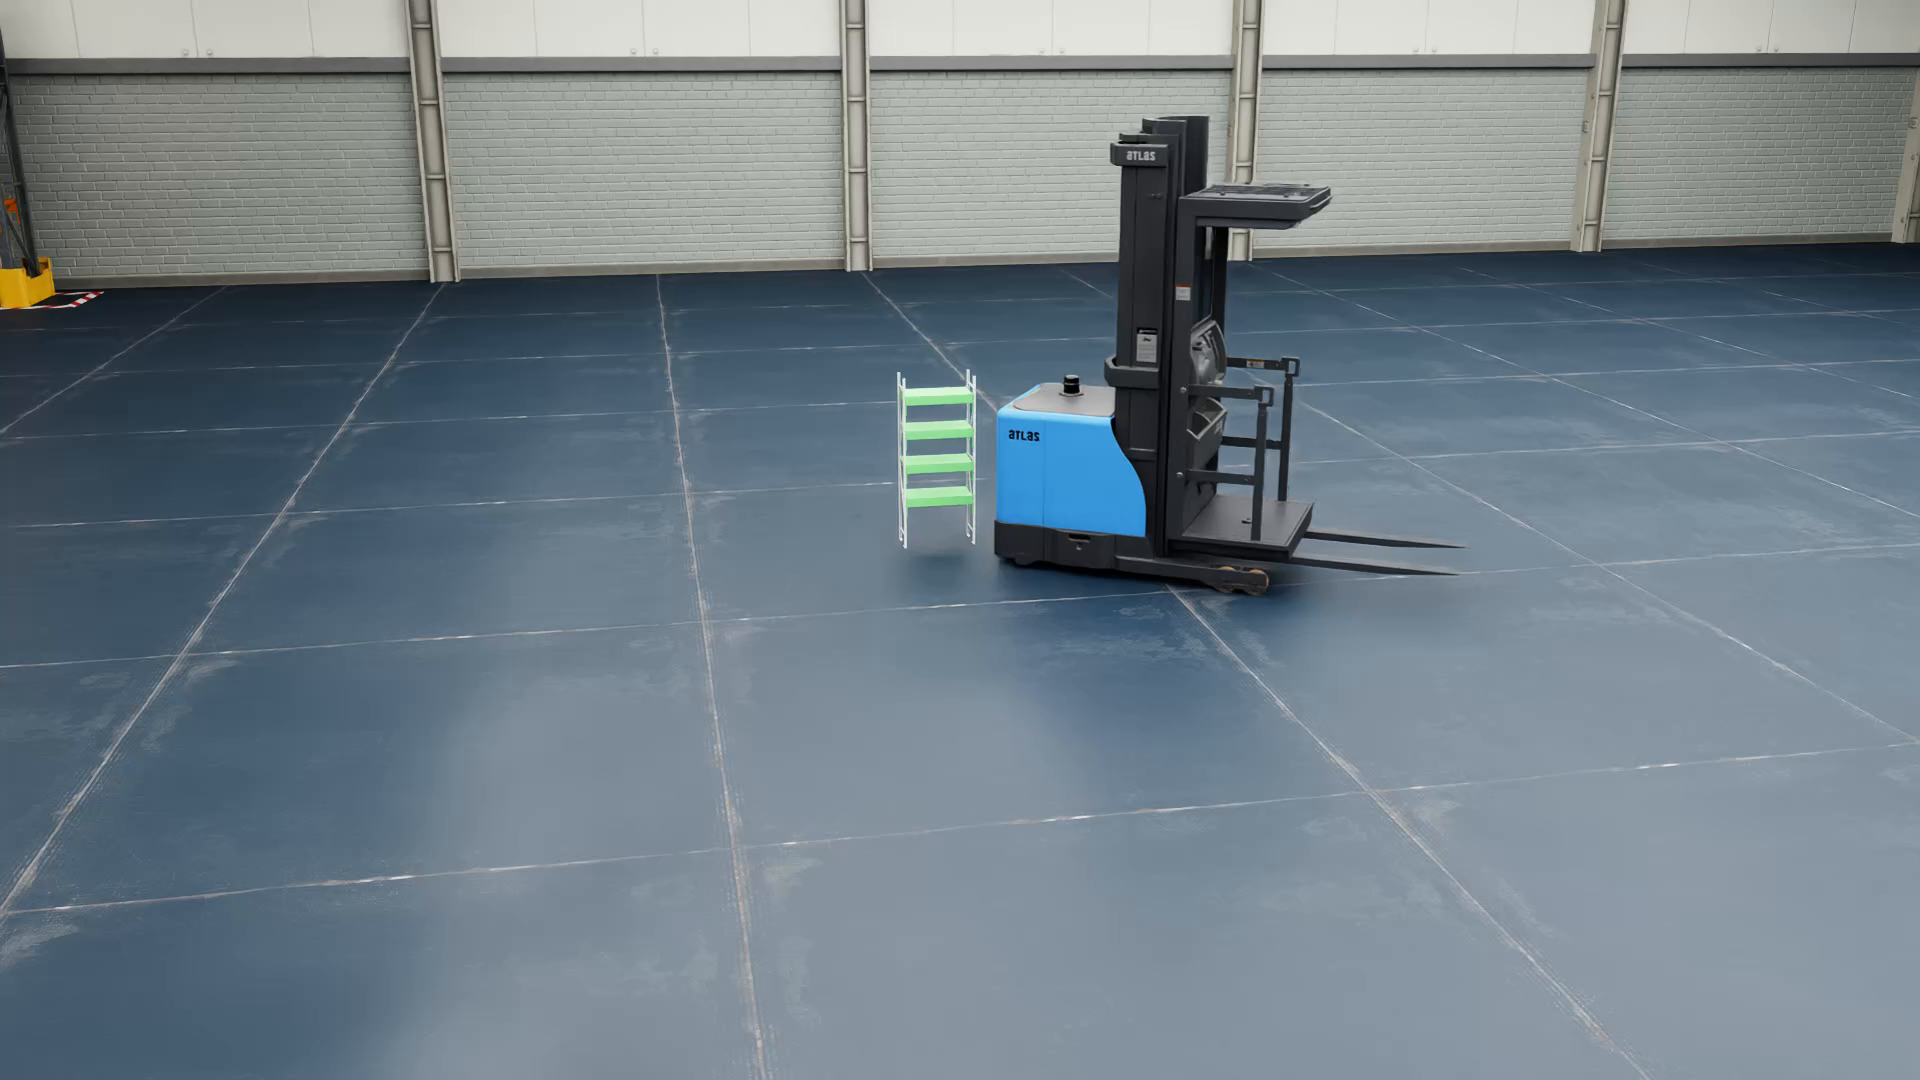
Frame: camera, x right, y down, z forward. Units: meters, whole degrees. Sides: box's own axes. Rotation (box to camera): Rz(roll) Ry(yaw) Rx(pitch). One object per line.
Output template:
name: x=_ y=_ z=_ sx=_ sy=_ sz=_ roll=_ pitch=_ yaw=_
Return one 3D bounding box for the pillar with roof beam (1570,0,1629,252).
pillar with roof beam: x=11.066 y=-7.810 z=21.914 sx=0.400 sy=9.000 sz=9.100 roll=-3 pitch=17 yaw=-10

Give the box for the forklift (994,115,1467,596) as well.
forklift: x=1.803 y=-1.220 z=10.791 sx=3.031 sy=2.935 sz=1.130 roll=6 pitch=18 yaw=19

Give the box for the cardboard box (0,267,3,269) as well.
cardboard box: x=-12.980 y=-3.541 z=22.200 sx=0.500 sy=0.250 sz=0.500 roll=-3 pitch=17 yaw=-10

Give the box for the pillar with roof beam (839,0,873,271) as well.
pillar with roof beam: x=-0.716 y=-7.142 z=19.738 sx=0.400 sy=9.000 sz=9.100 roll=-3 pitch=17 yaw=-10

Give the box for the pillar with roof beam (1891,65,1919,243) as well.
pillar with roof beam: x=16.957 y=-8.144 z=23.002 sx=0.400 sy=9.000 sz=9.100 roll=-3 pitch=17 yaw=-10

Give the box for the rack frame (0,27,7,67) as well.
rack frame: x=-12.461 y=-7.494 z=20.883 sx=0.127 sy=3.000 sz=1.000 roll=-3 pitch=17 yaw=-10

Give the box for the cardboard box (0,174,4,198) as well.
cardboard box: x=-13.000 y=-4.726 z=21.919 sx=0.500 sy=0.500 sz=0.500 roll=-3 pitch=17 yaw=-9

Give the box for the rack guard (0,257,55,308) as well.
rack guard: x=-12.437 y=-3.432 z=22.135 sx=0.348 sy=0.500 sz=1.175 roll=-3 pitch=17 yaw=-10

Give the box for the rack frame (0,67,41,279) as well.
rack frame: x=-12.461 y=-4.626 z=21.763 sx=0.127 sy=3.000 sz=1.000 roll=-3 pitch=17 yaw=-10

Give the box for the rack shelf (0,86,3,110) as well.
rack shelf: x=-14.424 y=-5.604 z=21.066 sx=4.000 sy=0.370 sz=1.077 roll=-3 pitch=17 yaw=-10

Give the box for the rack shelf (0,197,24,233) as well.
rack shelf: x=-14.424 y=-4.170 z=21.506 sx=4.000 sy=0.370 sz=1.077 roll=-3 pitch=17 yaw=-10

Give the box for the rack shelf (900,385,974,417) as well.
rack shelf: x=-0.163 y=-0.962 z=11.483 sx=0.480 sy=0.148 sz=0.258 roll=-3 pitch=17 yaw=-10

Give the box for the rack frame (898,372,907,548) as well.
rack frame: x=-0.402 y=-0.551 z=11.561 sx=0.015 sy=1.200 sz=0.240 roll=-3 pitch=17 yaw=-10

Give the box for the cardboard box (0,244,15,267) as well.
cardboard box: x=-12.962 y=-3.785 z=22.142 sx=0.500 sy=0.250 sz=0.500 roll=-3 pitch=17 yaw=-9

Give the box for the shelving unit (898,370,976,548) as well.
shelving unit: x=-0.163 y=-0.564 z=11.606 sx=0.503 sy=1.200 sz=0.258 roll=-3 pitch=17 yaw=-10

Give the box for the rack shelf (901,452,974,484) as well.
rack shelf: x=-0.163 y=-0.503 z=11.624 sx=0.480 sy=0.148 sz=0.258 roll=-3 pitch=17 yaw=-10

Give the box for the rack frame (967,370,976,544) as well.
rack frame: x=0.077 y=-0.578 z=11.650 sx=0.015 sy=1.200 sz=0.240 roll=-3 pitch=17 yaw=-10

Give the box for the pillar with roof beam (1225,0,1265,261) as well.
pillar with roof beam: x=5.175 y=-7.476 z=20.826 sx=0.400 sy=9.000 sz=9.100 roll=-3 pitch=17 yaw=-10

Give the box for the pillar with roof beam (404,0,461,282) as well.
pillar with roof beam: x=-6.607 y=-6.808 z=18.650 sx=0.400 sy=9.000 sz=9.100 roll=-3 pitch=17 yaw=-10

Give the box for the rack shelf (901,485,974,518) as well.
rack shelf: x=-0.163 y=-0.274 z=11.695 sx=0.480 sy=0.148 sz=0.258 roll=-3 pitch=17 yaw=-10

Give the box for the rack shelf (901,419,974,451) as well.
rack shelf: x=-0.163 y=-0.733 z=11.554 sx=0.480 sy=0.148 sz=0.258 roll=-3 pitch=17 yaw=-10
